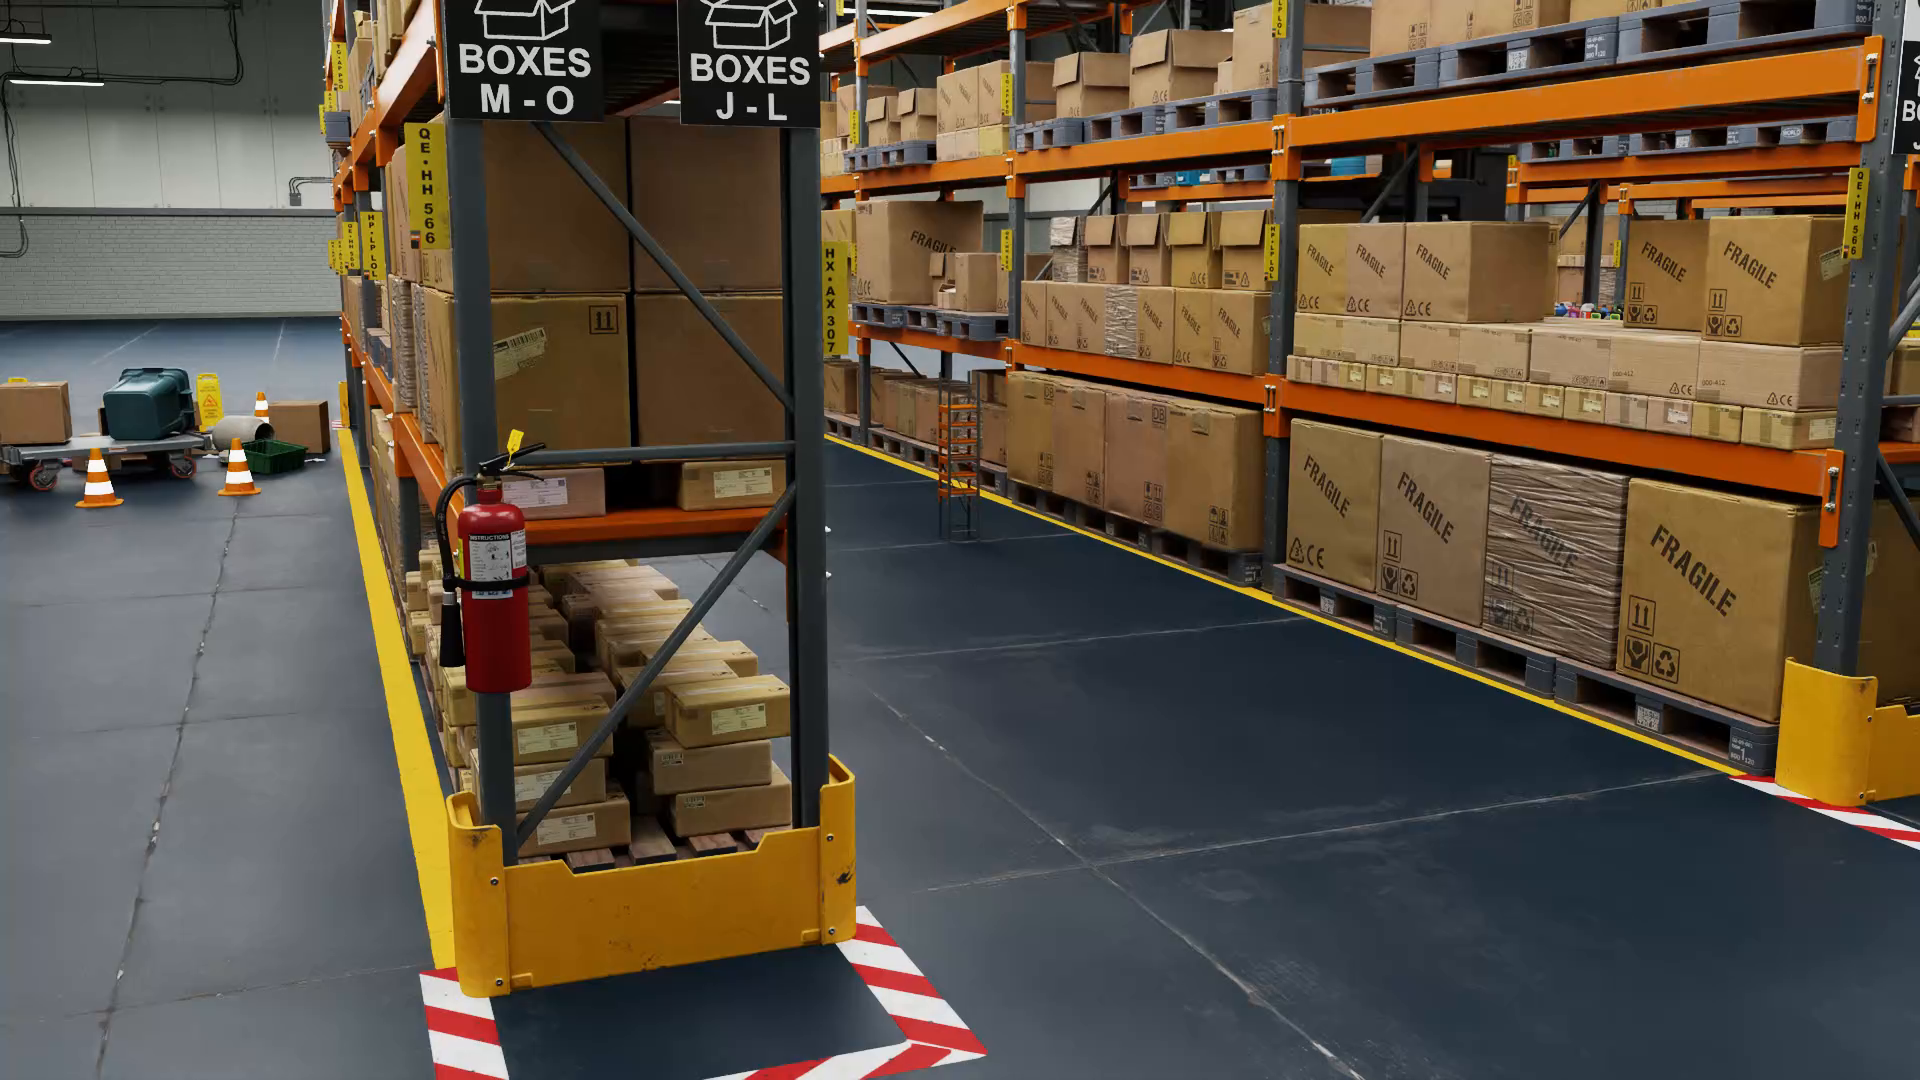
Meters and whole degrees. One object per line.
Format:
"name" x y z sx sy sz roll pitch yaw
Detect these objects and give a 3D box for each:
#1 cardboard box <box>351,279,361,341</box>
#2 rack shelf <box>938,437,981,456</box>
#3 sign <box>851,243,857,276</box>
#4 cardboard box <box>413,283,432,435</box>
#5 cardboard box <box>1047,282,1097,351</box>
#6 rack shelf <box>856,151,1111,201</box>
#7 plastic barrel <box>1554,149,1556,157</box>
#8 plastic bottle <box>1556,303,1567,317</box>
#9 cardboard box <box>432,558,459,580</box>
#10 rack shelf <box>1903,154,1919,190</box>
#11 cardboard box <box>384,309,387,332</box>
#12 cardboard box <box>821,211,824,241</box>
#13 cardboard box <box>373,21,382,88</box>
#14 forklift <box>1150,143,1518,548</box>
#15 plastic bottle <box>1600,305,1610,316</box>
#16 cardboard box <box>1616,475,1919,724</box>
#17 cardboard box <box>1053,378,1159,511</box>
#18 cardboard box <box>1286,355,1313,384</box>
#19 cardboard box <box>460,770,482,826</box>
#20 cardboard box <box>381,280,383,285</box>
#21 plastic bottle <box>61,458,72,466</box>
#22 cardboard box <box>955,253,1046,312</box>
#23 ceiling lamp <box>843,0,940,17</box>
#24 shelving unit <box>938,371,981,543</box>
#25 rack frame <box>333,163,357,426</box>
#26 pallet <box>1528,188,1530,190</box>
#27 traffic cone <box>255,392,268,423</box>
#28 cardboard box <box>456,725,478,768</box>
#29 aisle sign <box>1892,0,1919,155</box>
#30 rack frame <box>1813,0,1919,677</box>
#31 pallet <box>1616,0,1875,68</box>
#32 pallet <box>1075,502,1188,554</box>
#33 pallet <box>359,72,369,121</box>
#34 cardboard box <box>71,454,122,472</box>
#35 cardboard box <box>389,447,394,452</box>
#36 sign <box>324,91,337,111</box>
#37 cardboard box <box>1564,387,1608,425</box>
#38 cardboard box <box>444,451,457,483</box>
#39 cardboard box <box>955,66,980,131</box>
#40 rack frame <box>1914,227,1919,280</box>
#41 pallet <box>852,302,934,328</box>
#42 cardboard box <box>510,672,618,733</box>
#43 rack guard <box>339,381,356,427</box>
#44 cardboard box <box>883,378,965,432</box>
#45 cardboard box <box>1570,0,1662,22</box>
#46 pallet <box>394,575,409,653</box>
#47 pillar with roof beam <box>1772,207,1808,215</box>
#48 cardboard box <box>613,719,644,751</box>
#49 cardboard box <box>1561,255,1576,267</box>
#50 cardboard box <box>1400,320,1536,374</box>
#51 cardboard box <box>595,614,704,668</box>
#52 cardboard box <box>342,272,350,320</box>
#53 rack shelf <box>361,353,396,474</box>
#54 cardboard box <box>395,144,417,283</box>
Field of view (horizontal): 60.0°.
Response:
"cardboard box" -4.741 -1.896 13.726 0.500 0.500 0.500 -4 11 -20
"rack shelf" -0.005 -0.667 11.815 0.258 0.103 0.180 -4 11 -21
"sign" -1.071 -2.885 17.103 0.100 0.325 0.005 -4 11 -21
"cardboard box" -1.656 -0.657 5.913 0.500 0.500 0.500 -4 11 -21
"cardboard box" 0.993 -1.710 12.684 0.500 0.500 0.500 -4 11 -22
"rack shelf" 0.157 -3.291 15.344 1.077 0.370 4.000 -4 11 -21
"plastic barrel" 5.671 -3.758 15.598 0.421 0.512 0.421 0 10 0
"plastic bottle" 5.370 -1.981 14.858 0.097 0.271 0.097 0 10 0
"cardboard box" -2.214 0.170 7.644 0.380 0.149 0.250 -4 11 -22
"rack shelf" 7.672 -2.299 9.770 1.077 0.370 4.000 -4 11 -21
"cardboard box" -3.707 -1.497 11.288 0.380 0.149 0.250 -3 11 -18
"cardboard box" -1.350 -3.402 18.489 0.500 0.500 0.500 -4 11 -21
"cardboard box" -2.406 -2.201 7.593 0.500 0.250 0.500 -3 11 -18
"forklift" 2.763 -1.344 11.108 3.031 2.935 1.130 -5 11 -25
"plastic bottle" 5.595 -1.909 14.455 0.097 0.271 0.097 0 10 0
"cardboard box" 3.474 0.204 7.076 0.875 0.875 0.875 -4 11 -21
"cardboard box" 1.428 -0.742 12.396 1.225 0.875 0.875 -4 11 -21
"cardboard box" 2.128 -0.996 9.670 0.380 0.149 0.250 -4 11 -21
"cardboard box" -1.451 0.851 5.512 0.380 0.149 0.250 -4 11 -19
"cardboard box" -3.789 -1.831 11.468 0.380 0.149 0.250 -4 11 -21
"plastic bottle" -8.524 -0.749 15.954 0.133 0.061 0.283 -2 10 -11
"cardboard box" 0.353 -2.268 14.621 0.700 0.500 0.500 -2 10 -12
"ceiling lamp" -1.281 -10.298 27.453 2.000 3.185 0.800 -4 11 -21
"shelving unit" -0.005 -0.593 11.828 0.258 1.200 0.189 -4 11 -21
"rack frame" -6.677 -2.849 19.373 1.000 3.000 0.127 -4 11 -21
"pallet" 7.449 -5.092 23.667 1.003 0.211 1.213 -4 11 -21
"traffic cone" -7.808 -1.423 18.601 0.336 0.463 0.334 -4 11 -21
"cardboard box" -1.526 0.660 5.736 0.380 0.149 0.250 -4 11 -23
"aisle sign" 3.527 -1.785 5.967 0.394 0.787 0.004 -4 11 -21
"rack frame" 3.781 -0.536 6.368 1.000 3.000 0.127 -4 11 -21
"pallet" 3.502 -2.089 6.790 1.003 0.211 1.213 -4 11 -21
"pallet" 1.536 -0.136 12.085 1.003 0.211 1.213 -4 11 -21
"pallet" -2.831 -2.551 9.670 1.213 0.211 1.003 -4 11 -21
"cardboard box" -8.099 -0.789 15.596 0.396 0.266 0.258 5 11 28
"cardboard box" -3.008 -0.426 9.547 0.500 0.250 0.500 -3 11 -18
"sign" -5.744 -3.931 15.188 0.100 0.325 0.005 -4 11 -21
"cardboard box" 2.973 -0.616 7.535 0.380 0.149 0.250 -4 11 -22
"cardboard box" -1.534 -0.272 5.603 0.380 0.149 0.250 -4 11 -19
"cardboard box" 0.280 -3.759 14.208 0.500 0.500 0.500 -4 11 -21
"rack frame" 13.282 -3.438 22.681 1.000 3.000 0.127 -4 11 -21
"pallet" -0.426 -2.266 16.643 1.003 0.211 1.213 -4 11 -21
"cardboard box" -1.344 0.551 5.498 0.380 0.149 0.250 -4 11 -20
"rack guard" -6.685 -1.622 19.614 1.175 0.500 0.348 -4 11 -21
"cardboard box" -0.365 -1.379 16.988 0.700 0.500 0.500 -5 11 -25
"cardboard box" 3.218 -2.580 7.525 0.700 0.500 0.500 -5 11 -25
"pallet" -2.612 0.355 9.319 1.003 0.211 1.213 -4 11 -21
"pillar with roof beam" 8.880 -6.712 23.956 9.100 9.000 0.400 -4 11 -21
"cardboard box" -1.047 0.628 5.914 0.380 0.149 0.250 -4 11 -20
"cardboard box" 8.087 -3.648 21.725 0.380 0.149 0.250 -4 11 -21
"cardboard box" 2.626 -1.002 8.569 0.500 0.250 0.500 -4 11 -19
"cardboard box" -1.195 0.392 6.396 0.380 0.149 0.250 -3 11 -19
"cardboard box" -6.194 -2.678 17.980 0.875 0.550 0.550 -4 11 -21
"rack shelf" -3.053 -0.863 10.259 1.077 0.370 4.000 -4 11 -21
"cardboard box" -1.851 -1.238 6.323 0.500 0.500 0.500 -4 11 -23
